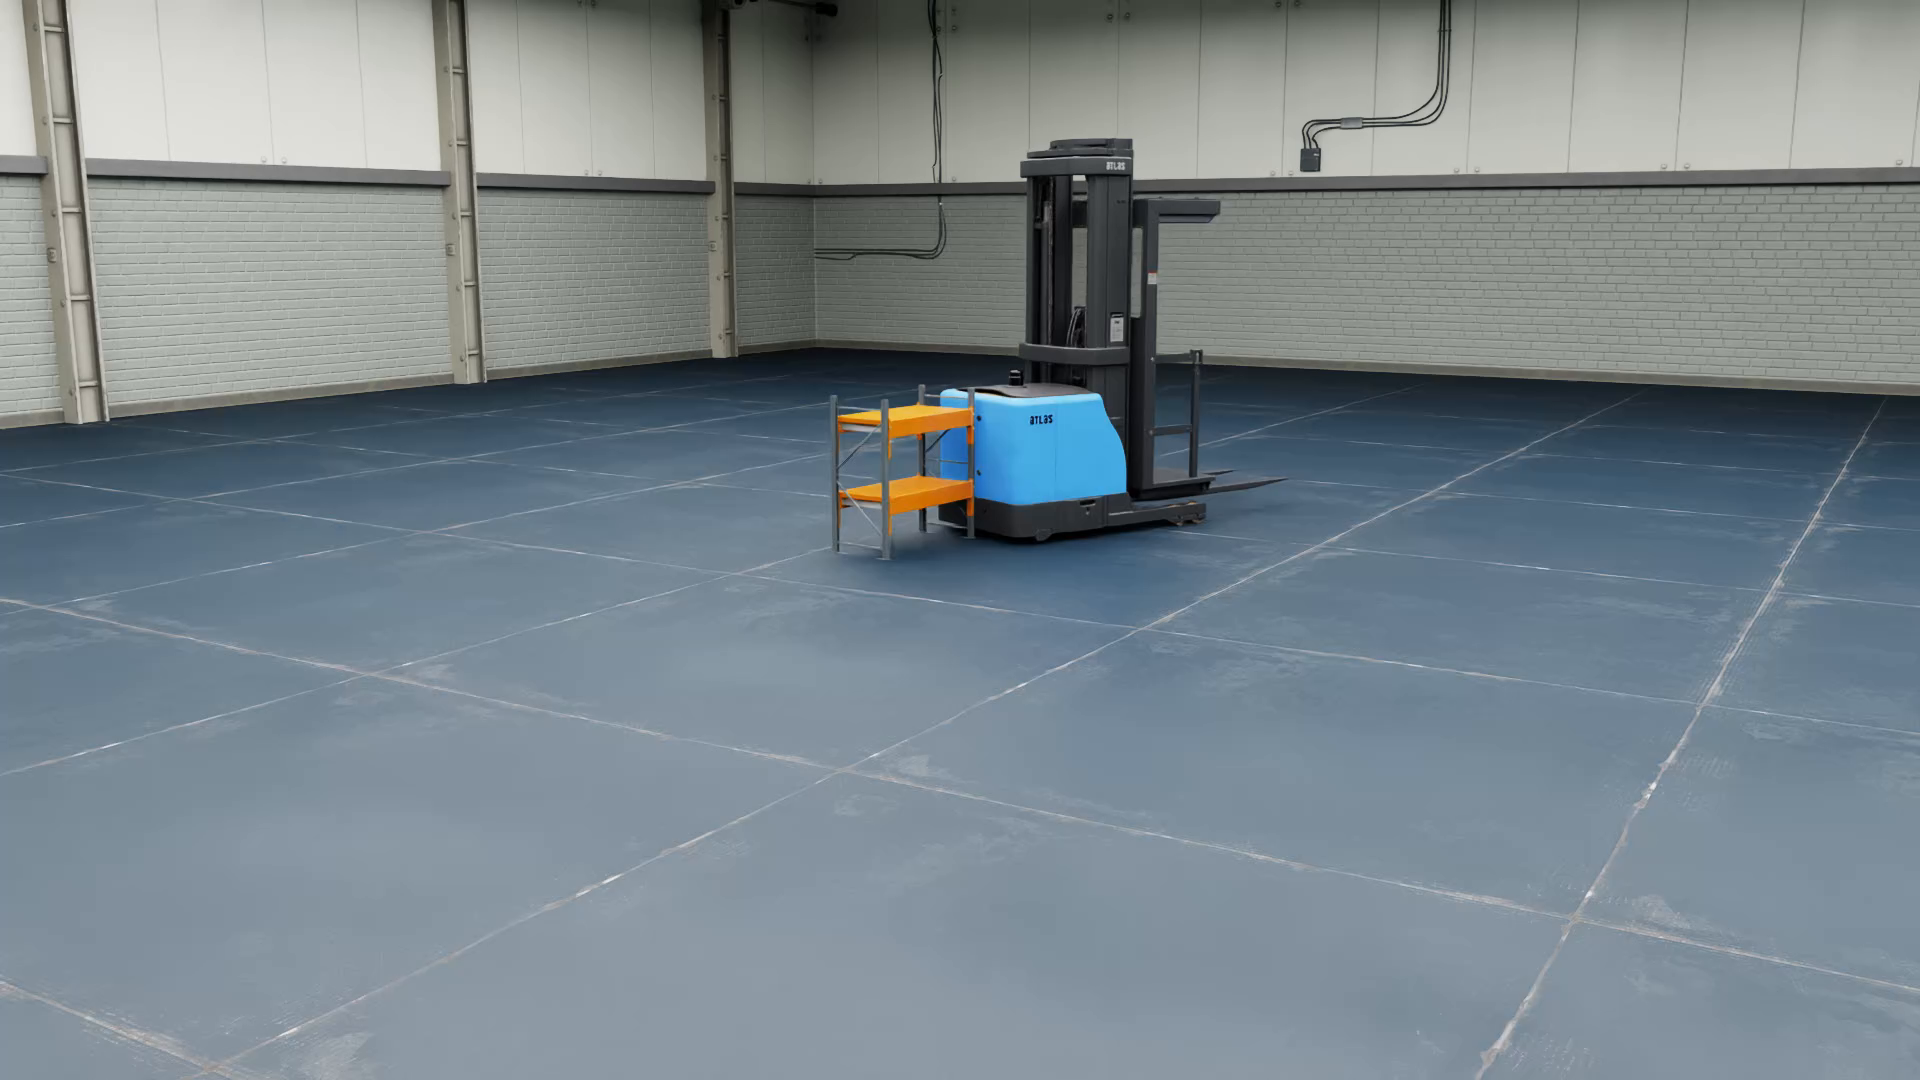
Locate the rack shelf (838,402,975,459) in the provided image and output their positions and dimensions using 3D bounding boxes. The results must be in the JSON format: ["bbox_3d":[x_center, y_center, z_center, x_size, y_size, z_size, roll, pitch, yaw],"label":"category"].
[{"bbox_3d":[-0.401,-0.797,11.980,0.538,0.278,1.000,8,13,35],"label":"rack shelf"}]

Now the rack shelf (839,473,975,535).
[{"bbox_3d":[-0.401,-0.269,12.079,0.538,0.278,1.000,8,13,35],"label":"rack shelf"}]

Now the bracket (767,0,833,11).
[{"bbox_3d":[-2.808,-9.812,30.543,0.076,0.066,3.189,6,12,31],"label":"bracket"}]

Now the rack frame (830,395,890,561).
[{"bbox_3d":[-0.701,-0.434,11.631,0.500,1.125,0.032,8,13,35],"label":"rack frame"}]

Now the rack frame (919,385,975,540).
[{"bbox_3d":[-0.101,-0.585,12.437,0.500,1.125,0.032,8,13,35],"label":"rack frame"}]

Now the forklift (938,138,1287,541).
[{"bbox_3d":[1.322,-1.621,13.064,3.031,2.935,1.130,-8,13,-36],"label":"forklift"}]

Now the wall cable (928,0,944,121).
[{"bbox_3d":[0.721,-8.766,29.453,3.097,2.526,0.112,6,12,31],"label":"wall cable"}]

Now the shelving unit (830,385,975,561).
[{"bbox_3d":[-0.401,-0.510,12.034,0.538,1.125,1.048,8,13,35],"label":"shelving unit"}]

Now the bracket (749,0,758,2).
[{"bbox_3d":[-3.732,-9.532,29.048,0.235,0.232,0.430,6,12,31],"label":"bracket"}]

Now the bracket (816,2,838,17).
[{"bbox_3d":[-2.501,-9.905,31.039,0.235,0.232,0.430,6,12,31],"label":"bracket"}]

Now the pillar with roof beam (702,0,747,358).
[{"bbox_3d":[-0.571,-7.320,27.015,9.100,9.000,0.548,6,12,31],"label":"pillar with roof beam"}]

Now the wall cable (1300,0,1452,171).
[{"bbox_3d":[6.515,-8.831,25.841,2.305,6.003,0.169,6,12,31],"label":"wall cable"}]

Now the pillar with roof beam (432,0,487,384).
[{"bbox_3d":[-3.686,-6.377,21.975,9.100,9.000,0.400,6,12,31],"label":"pillar with roof beam"}]

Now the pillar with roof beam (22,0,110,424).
[{"bbox_3d":[-6.801,-5.433,16.934,9.100,9.000,0.400,6,12,31],"label":"pillar with roof beam"}]

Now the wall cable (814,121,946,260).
[{"bbox_3d":[-1.591,-6.542,31.298,3.097,2.526,0.112,6,12,31],"label":"wall cable"}]
